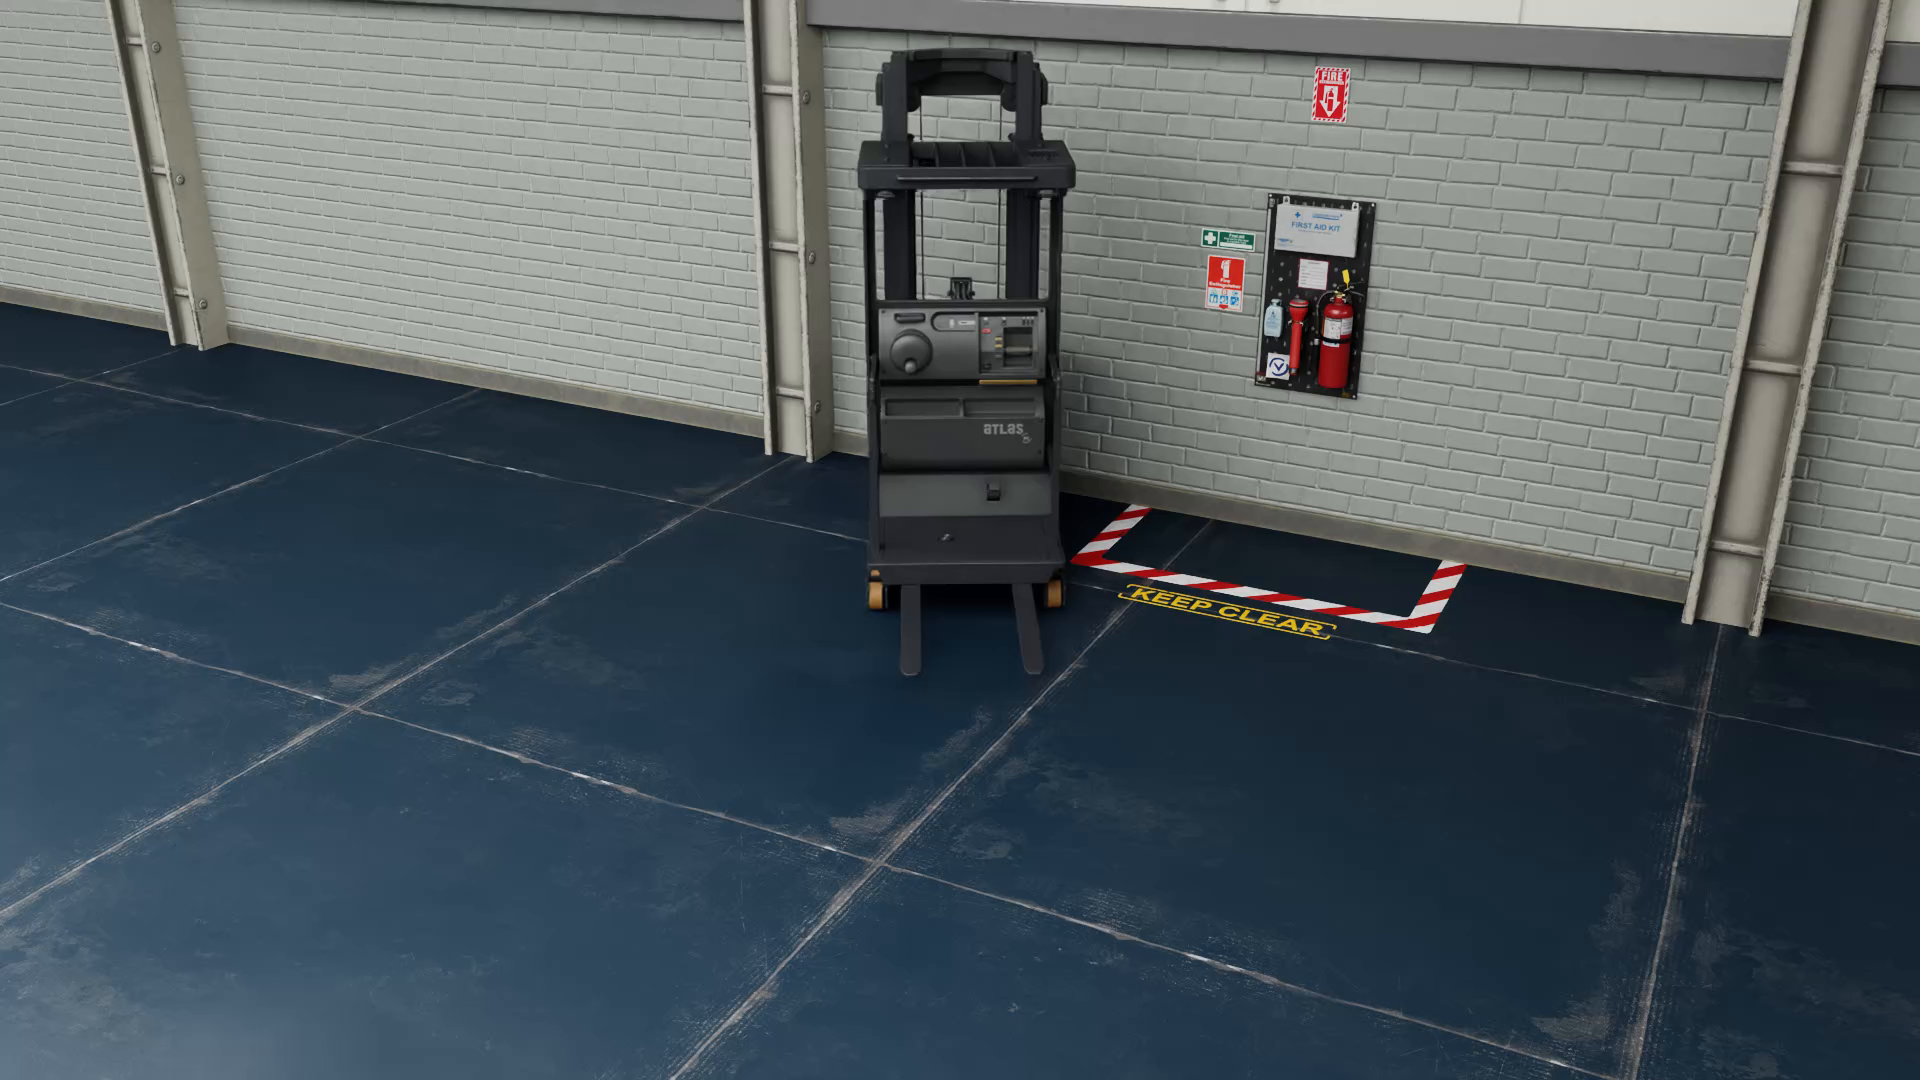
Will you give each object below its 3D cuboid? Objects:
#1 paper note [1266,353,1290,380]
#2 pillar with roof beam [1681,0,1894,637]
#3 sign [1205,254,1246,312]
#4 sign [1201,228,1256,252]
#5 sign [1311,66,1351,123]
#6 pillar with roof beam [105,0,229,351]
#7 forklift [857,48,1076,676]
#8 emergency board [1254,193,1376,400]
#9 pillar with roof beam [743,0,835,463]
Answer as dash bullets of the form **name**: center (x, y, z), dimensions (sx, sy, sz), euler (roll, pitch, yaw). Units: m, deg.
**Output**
- **paper note**: center (1.914, -1.044, 9.997), dimensions (0.142, 0.148, 0.016), euler (11, 25, 25)
- **pillar with roof beam**: center (2.287, -2.201, 3.927), dimensions (0.400, 9.000, 9.100), euler (11, 25, 25)
- **sign**: center (1.594, -1.544, 10.002), dimensions (0.234, 0.329, 0.001), euler (11, 25, 25)
- **sign**: center (1.594, -1.784, 9.889), dimensions (0.331, 0.109, 0.001), euler (11, 25, 25)
- **sign**: center (2.079, -2.497, 9.326), dimensions (0.199, 0.298, 0.001), euler (11, 25, 25)
- **pillar with roof beam**: center (-8.422, -4.320, 8.910), dimensions (0.400, 9.000, 9.100), euler (11, 25, 25)
- **forklift**: center (0.022, -1.079, 9.042), dimensions (1.130, 2.935, 3.031), euler (-1, 23, -1)
- **emergency board**: center (2.041, -1.394, 9.694), dimensions (0.643, 1.169, 0.194), euler (11, 25, 25)
- **pillar with roof beam**: center (-3.068, -3.261, 6.419), dimensions (0.400, 9.000, 9.100), euler (11, 25, 25)
